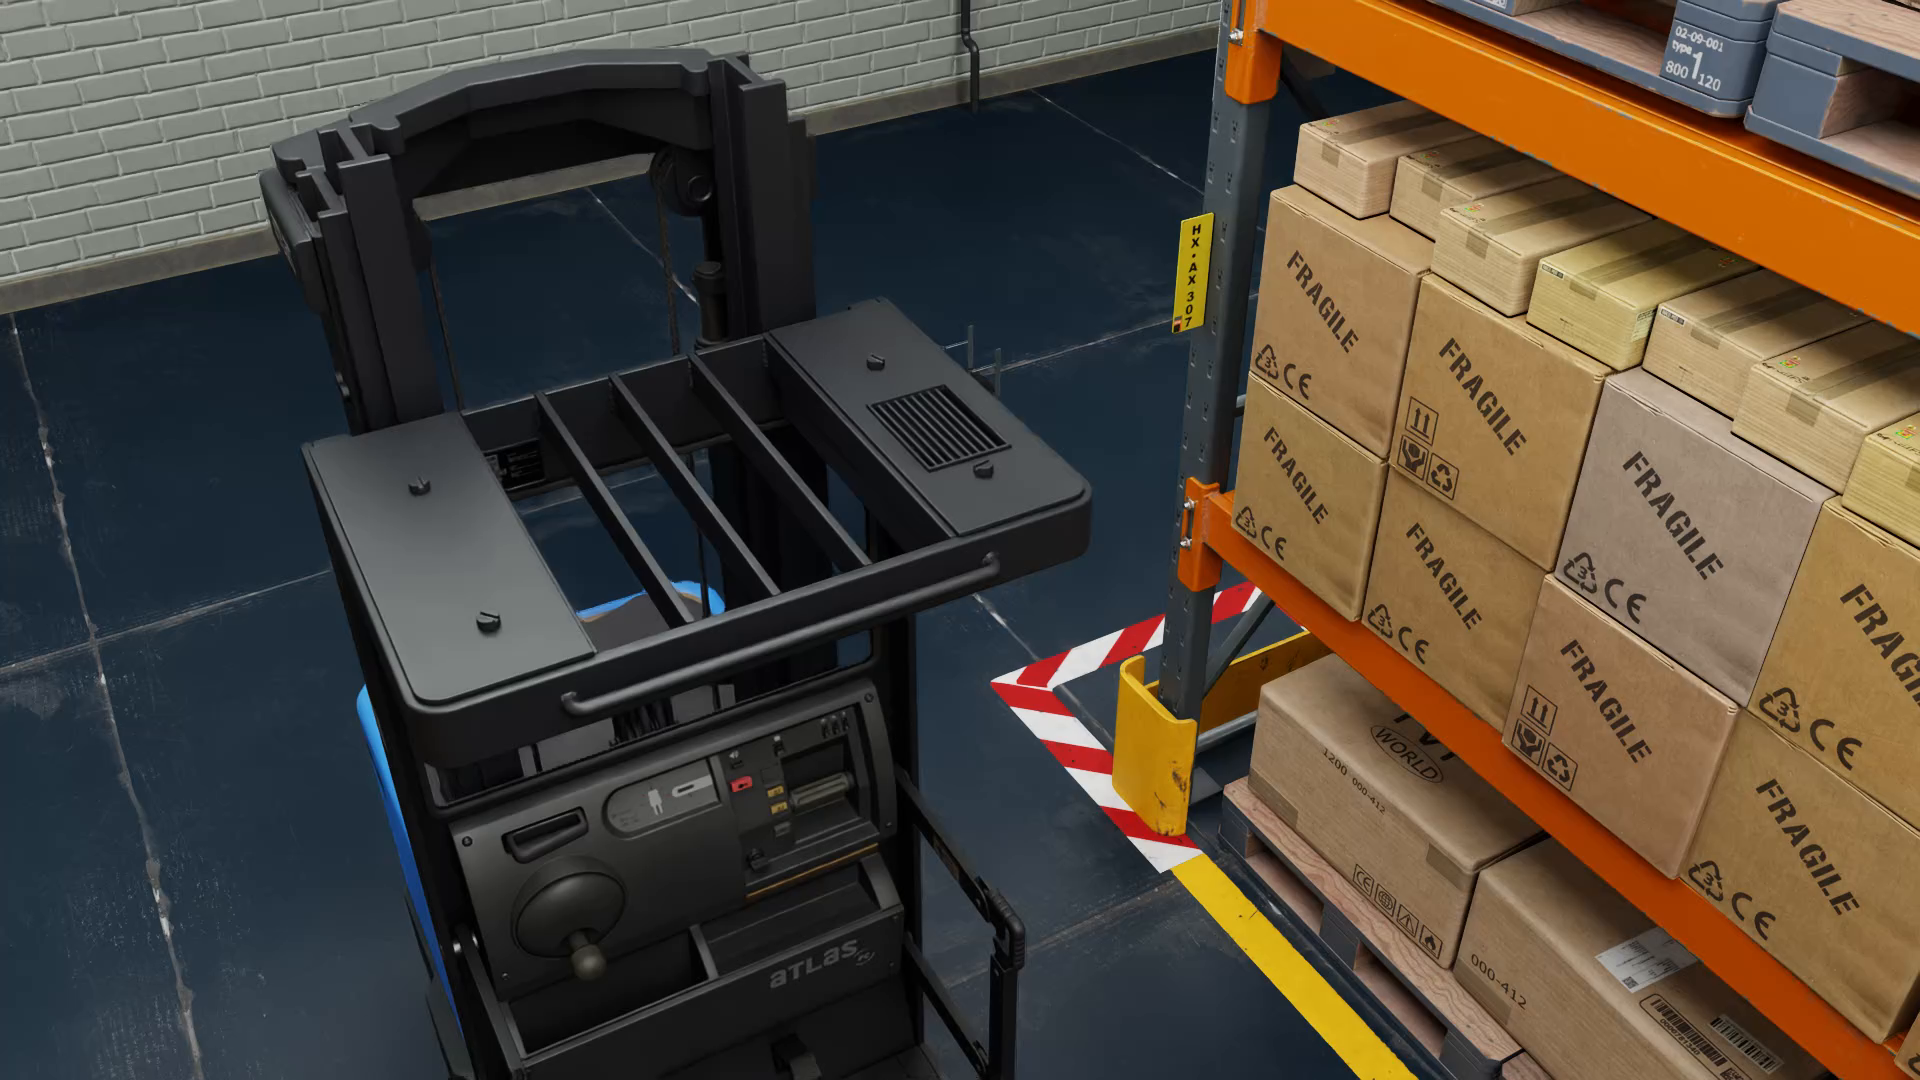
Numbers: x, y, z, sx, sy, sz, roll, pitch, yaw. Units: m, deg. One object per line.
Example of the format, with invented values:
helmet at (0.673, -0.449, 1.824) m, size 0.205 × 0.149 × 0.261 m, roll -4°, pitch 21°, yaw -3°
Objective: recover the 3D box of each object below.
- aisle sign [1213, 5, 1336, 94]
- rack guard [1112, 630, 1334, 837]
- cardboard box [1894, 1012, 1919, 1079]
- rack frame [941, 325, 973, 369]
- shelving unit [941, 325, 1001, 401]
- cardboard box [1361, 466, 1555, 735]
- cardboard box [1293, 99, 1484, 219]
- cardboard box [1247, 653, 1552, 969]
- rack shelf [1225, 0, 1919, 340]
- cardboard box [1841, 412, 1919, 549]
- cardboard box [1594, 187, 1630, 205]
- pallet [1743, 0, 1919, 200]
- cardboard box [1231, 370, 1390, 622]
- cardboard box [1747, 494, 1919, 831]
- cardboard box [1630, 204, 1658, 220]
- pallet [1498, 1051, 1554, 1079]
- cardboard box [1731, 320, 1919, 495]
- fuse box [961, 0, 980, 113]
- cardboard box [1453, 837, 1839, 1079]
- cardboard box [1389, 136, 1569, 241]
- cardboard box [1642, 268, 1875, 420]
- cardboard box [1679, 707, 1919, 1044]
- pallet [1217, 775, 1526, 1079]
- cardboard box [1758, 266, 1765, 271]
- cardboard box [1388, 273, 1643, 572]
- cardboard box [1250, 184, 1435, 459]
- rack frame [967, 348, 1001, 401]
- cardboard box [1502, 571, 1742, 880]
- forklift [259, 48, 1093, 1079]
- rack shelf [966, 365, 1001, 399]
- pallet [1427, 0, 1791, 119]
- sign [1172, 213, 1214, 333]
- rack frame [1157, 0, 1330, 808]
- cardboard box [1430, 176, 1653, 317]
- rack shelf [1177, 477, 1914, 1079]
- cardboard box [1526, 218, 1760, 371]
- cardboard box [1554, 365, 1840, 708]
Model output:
aisle sign at (0.806, -1.477, 4.025) m, size 0.394 × 0.787 × 0.004 m, roll -19°, pitch 40°, yaw -24°
rack guard at (1.081, 0.521, 5.613) m, size 1.175 × 0.500 × 0.348 m, roll -19°, pitch 40°, yaw -24°
cardboard box at (2.120, 0.849, 2.959) m, size 0.500 × 0.500 × 0.500 m, roll -20°, pitch 40°, yaw -25°
rack frame at (-0.055, -0.419, 6.561) m, size 0.240 × 0.900 × 0.006 m, roll -19°, pitch 40°, yaw -24°
shelving unit at (-0.004, -0.368, 6.490) m, size 0.258 × 0.900 × 0.210 m, roll -19°, pitch 40°, yaw -24°
cardboard box at (1.364, 0.063, 4.036) m, size 0.500 × 0.500 × 0.500 m, roll -19°, pitch 40°, yaw -25°
cardboard box at (1.032, -0.920, 3.983) m, size 0.380 × 0.149 × 0.250 m, roll -18°, pitch 40°, yaw -23°
cardboard box at (1.511, 0.695, 5.071) m, size 0.875 × 0.438 × 0.875 m, roll -20°, pitch 41°, yaw -25°
rack shelf at (2.097, -0.377, 2.790) m, size 1.077 × 0.370 × 4.000 m, roll -19°, pitch 40°, yaw -24°
cardboard box at (1.774, -0.116, 2.884) m, size 0.380 × 0.149 × 0.250 m, roll -20°, pitch 41°, yaw -25°
cardboard box at (1.594, -0.937, 4.007) m, size 0.380 × 0.149 × 0.250 m, roll -18°, pitch 40°, yaw -23°
pallet at (2.091, -0.654, 2.634) m, size 1.003 × 0.211 × 1.213 m, roll -19°, pitch 40°, yaw -24°
cardboard box at (1.086, -0.187, 4.378) m, size 0.500 × 0.500 × 0.500 m, roll -19°, pitch 40°, yaw -24°
cardboard box at (1.870, 0.184, 3.022) m, size 0.500 × 0.500 × 0.500 m, roll -19°, pitch 40°, yaw -24°
cardboard box at (1.797, -0.830, 3.861) m, size 0.380 × 0.149 × 0.250 m, roll -19°, pitch 40°, yaw -24°
pallet at (2.171, 1.656, 4.304) m, size 1.003 × 0.211 × 1.213 m, roll -19°, pitch 40°, yaw -24°
cardboard box at (1.671, -0.254, 3.072) m, size 0.380 × 0.149 × 0.250 m, roll -19°, pitch 40°, yaw -24°
fuse box at (0.129, -3.373, 9.917) m, size 0.539 × 1.711 × 0.414 m, roll -19°, pitch 40°, yaw -24°
cardboard box at (1.978, 1.160, 4.435) m, size 0.875 × 0.438 × 0.875 m, roll -18°, pitch 40°, yaw -23°
cardboard box at (1.225, -0.807, 3.829) m, size 0.380 × 0.149 × 0.250 m, roll -18°, pitch 40°, yaw -23°
cardboard box at (1.582, -0.393, 3.263) m, size 0.380 × 0.149 × 0.250 m, roll -19°, pitch 40°, yaw -23°
cardboard box at (1.870, 0.578, 3.331) m, size 0.500 × 0.500 × 0.500 m, roll -18°, pitch 40°, yaw -22°
pallet at (1.562, 1.034, 5.155) m, size 1.003 × 0.211 × 1.213 m, roll -19°, pitch 40°, yaw -24°
cardboard box at (1.888, -0.689, 3.668) m, size 0.380 × 0.149 × 0.250 m, roll -18°, pitch 40°, yaw -23°
cardboard box at (1.353, -0.330, 3.726) m, size 0.500 × 0.500 × 0.500 m, roll -20°, pitch 41°, yaw -25°
cardboard box at (1.088, -0.592, 4.084) m, size 0.500 × 0.500 × 0.500 m, roll -20°, pitch 41°, yaw -25°
rack frame at (0.047, -0.316, 6.419) m, size 0.240 × 0.900 × 0.006 m, roll -19°, pitch 40°, yaw -24°
cardboard box at (1.604, 0.327, 3.674) m, size 0.500 × 0.500 × 0.500 m, roll -19°, pitch 40°, yaw -24°
forklift at (-0.469, 0.675, 3.341) m, size 1.130 × 2.935 × 3.031 m, roll -18°, pitch 40°, yaw -23°
rack shelf at (-0.004, -0.559, 6.351) m, size 0.258 × 0.077 × 0.200 m, roll -19°, pitch 40°, yaw -24°
pallet at (1.474, -1.277, 3.487) m, size 1.003 × 0.211 × 1.213 m, roll -19°, pitch 40°, yaw -24°
sign at (0.610, -0.697, 4.360) m, size 0.100 × 0.325 × 0.005 m, roll -19°, pitch 40°, yaw -24°
rack frame at (1.093, -0.477, 4.859) m, size 1.000 × 3.000 × 0.127 m, roll -19°, pitch 40°, yaw -24°
cardboard box at (1.256, -0.641, 3.601) m, size 0.380 × 0.149 × 0.250 m, roll -18°, pitch 40°, yaw -23°
rack shelf at (2.097, 0.834, 3.675) m, size 1.077 × 0.370 × 4.000 m, roll -19°, pitch 40°, yaw -24°
cardboard box at (1.404, -0.512, 3.425) m, size 0.380 × 0.149 × 0.250 m, roll -20°, pitch 41°, yaw -25°
cardboard box at (1.619, -0.070, 3.370) m, size 0.500 × 0.500 × 0.500 m, roll -19°, pitch 40°, yaw -24°
